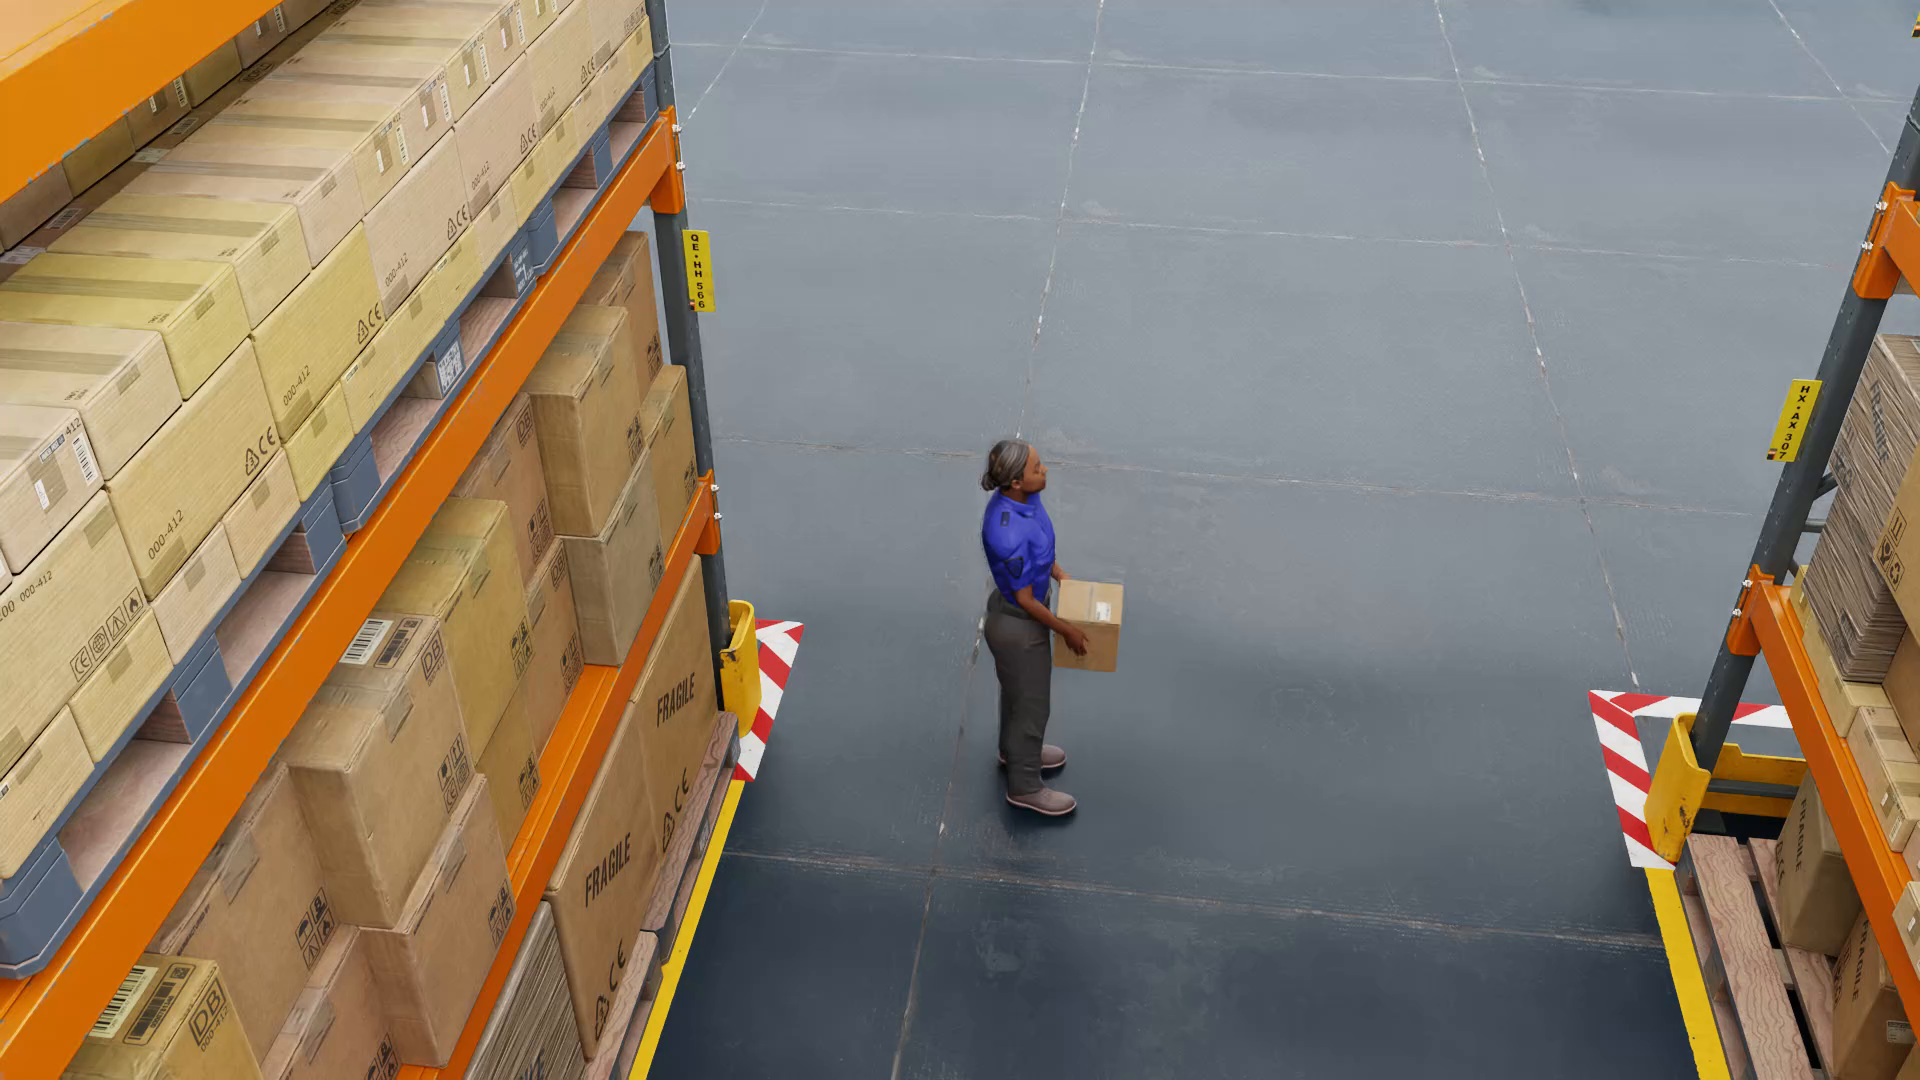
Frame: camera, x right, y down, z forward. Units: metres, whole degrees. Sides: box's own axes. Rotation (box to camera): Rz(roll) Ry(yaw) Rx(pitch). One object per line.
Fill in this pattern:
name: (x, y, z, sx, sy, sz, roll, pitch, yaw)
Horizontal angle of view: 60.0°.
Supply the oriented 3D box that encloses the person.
person: (0.299, 0.326, 6.598, 0.445, 1.658, 0.505, 3, 36, 4)
